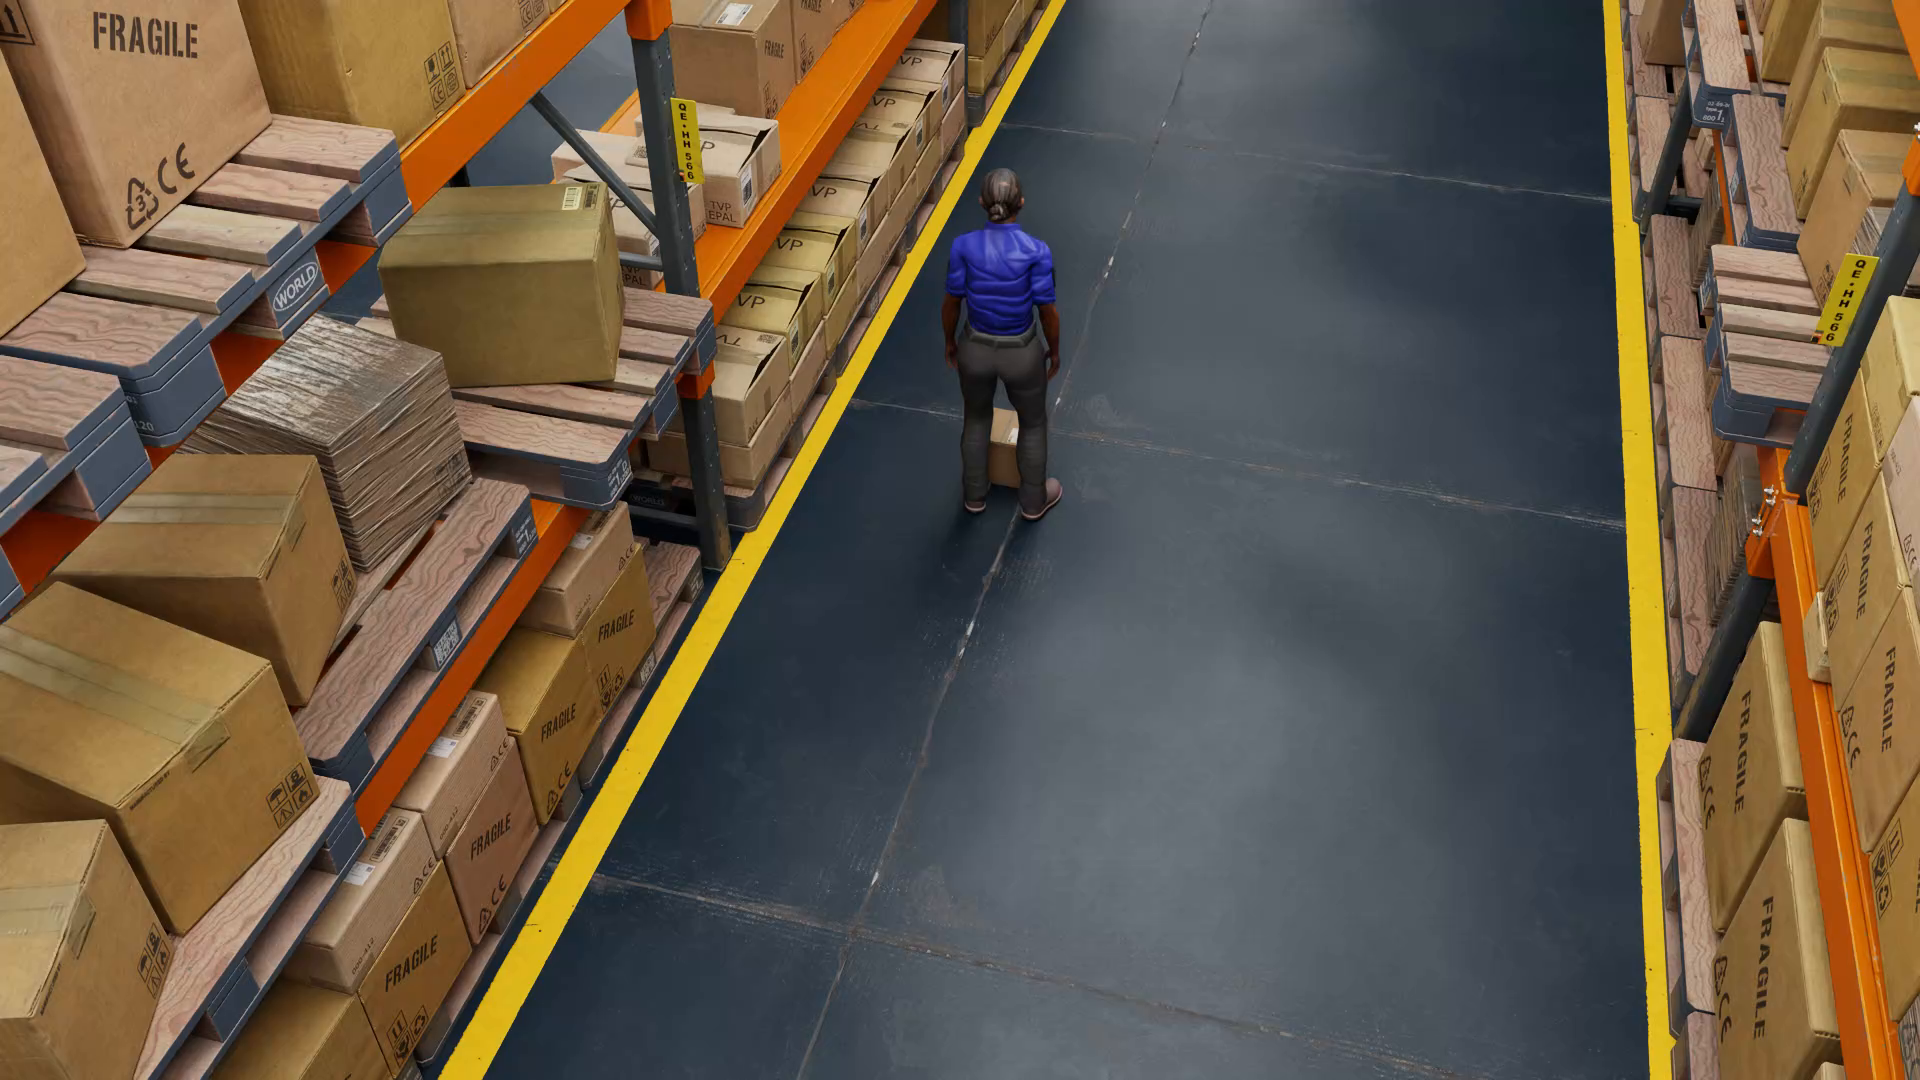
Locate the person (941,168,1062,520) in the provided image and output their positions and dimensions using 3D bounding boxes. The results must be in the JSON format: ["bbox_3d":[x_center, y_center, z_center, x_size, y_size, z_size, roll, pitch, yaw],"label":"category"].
[{"bbox_3d":[0.188,-0.801,7.074,0.531,1.656,0.346,8,42,9],"label":"person"}]
